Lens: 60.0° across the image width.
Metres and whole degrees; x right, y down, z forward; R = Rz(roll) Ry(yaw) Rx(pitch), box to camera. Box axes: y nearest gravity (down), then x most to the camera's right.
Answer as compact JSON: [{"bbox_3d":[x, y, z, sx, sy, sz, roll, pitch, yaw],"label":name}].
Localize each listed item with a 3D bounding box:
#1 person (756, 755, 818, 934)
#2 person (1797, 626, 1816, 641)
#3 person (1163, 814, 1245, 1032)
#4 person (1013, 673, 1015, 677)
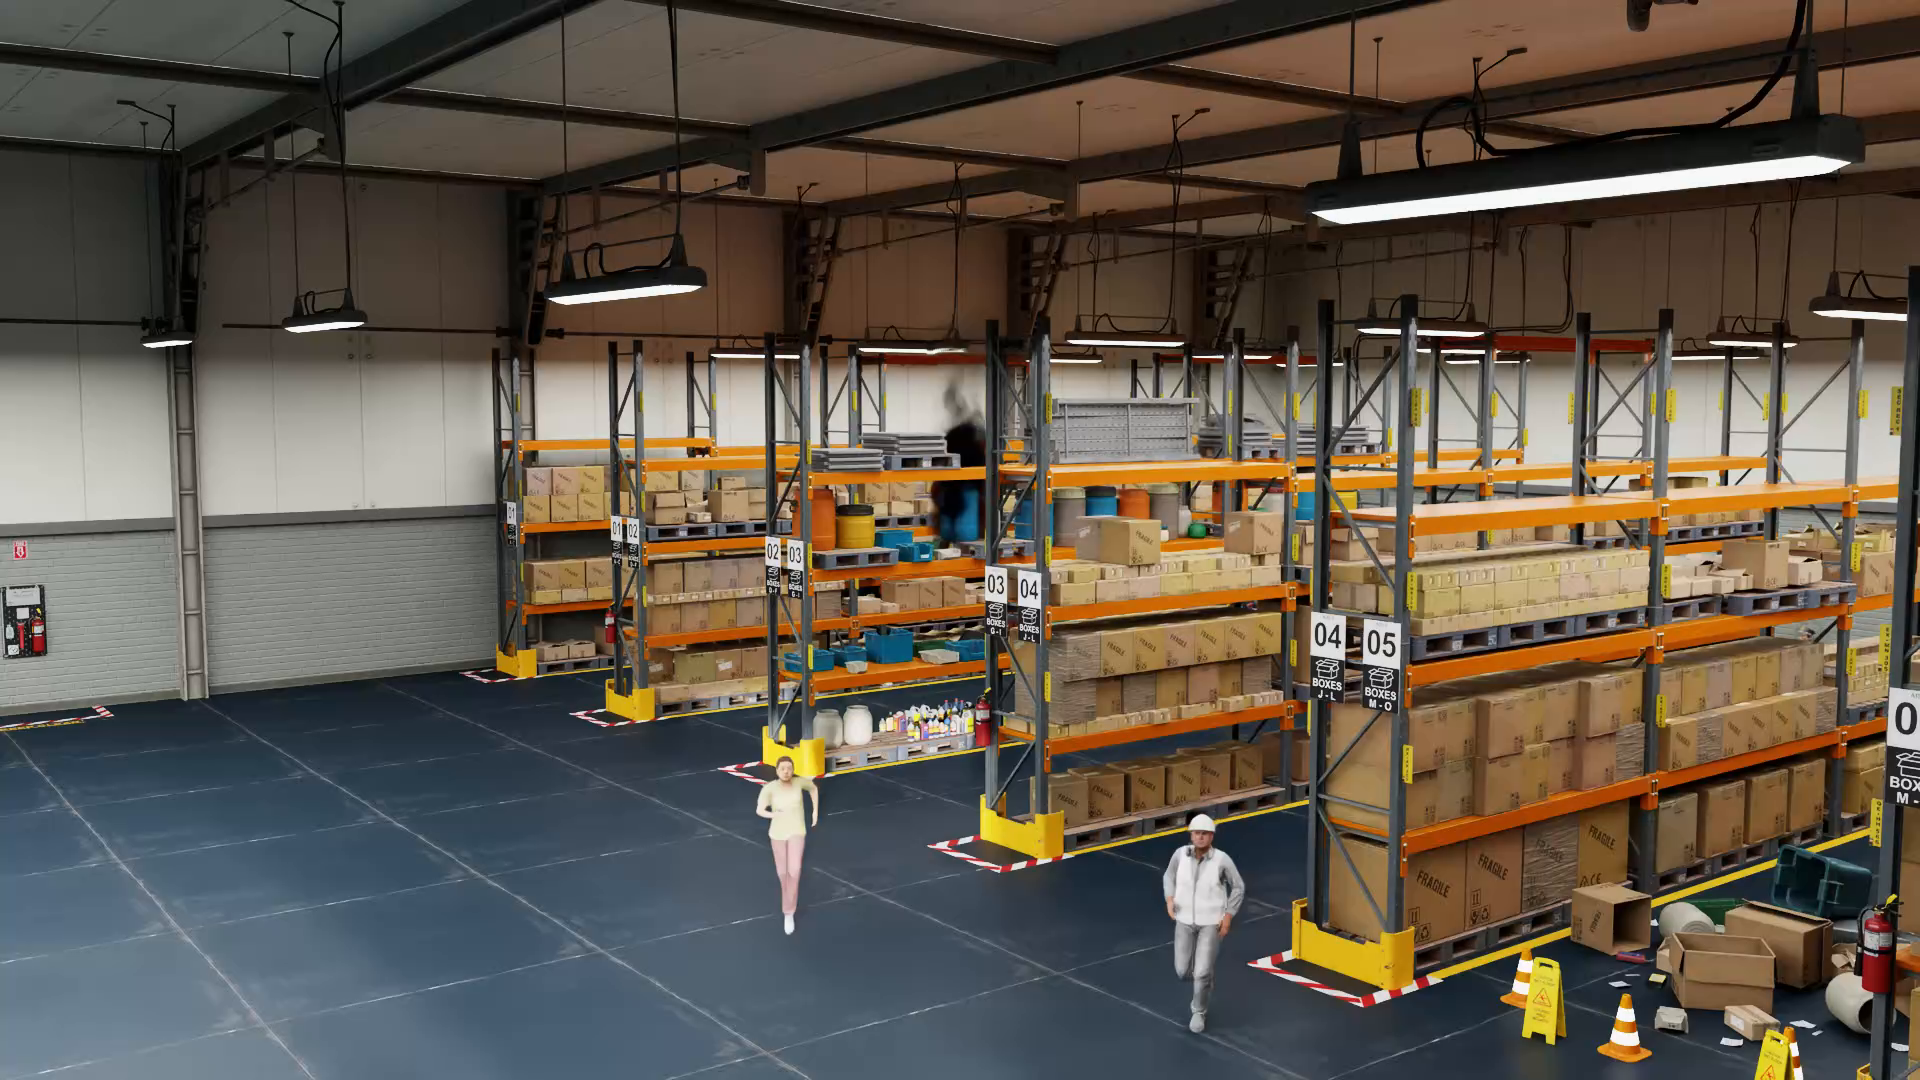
[{"bbox_3d":[-1.687,2.912,16.258,0.599,1.699,0.819,-1,5,-6],"label":"person"},{"bbox_3d":[12.659,2.126,24.852,0.833,1.705,0.608,-4,6,-36],"label":"person"},{"bbox_3d":[1.985,3.110,13.685,0.695,1.742,0.569,3,6,26],"label":"person"},{"bbox_3d":[1.294,1.729,29.104,0.911,1.646,0.554,-5,7,-44],"label":"person"}]
